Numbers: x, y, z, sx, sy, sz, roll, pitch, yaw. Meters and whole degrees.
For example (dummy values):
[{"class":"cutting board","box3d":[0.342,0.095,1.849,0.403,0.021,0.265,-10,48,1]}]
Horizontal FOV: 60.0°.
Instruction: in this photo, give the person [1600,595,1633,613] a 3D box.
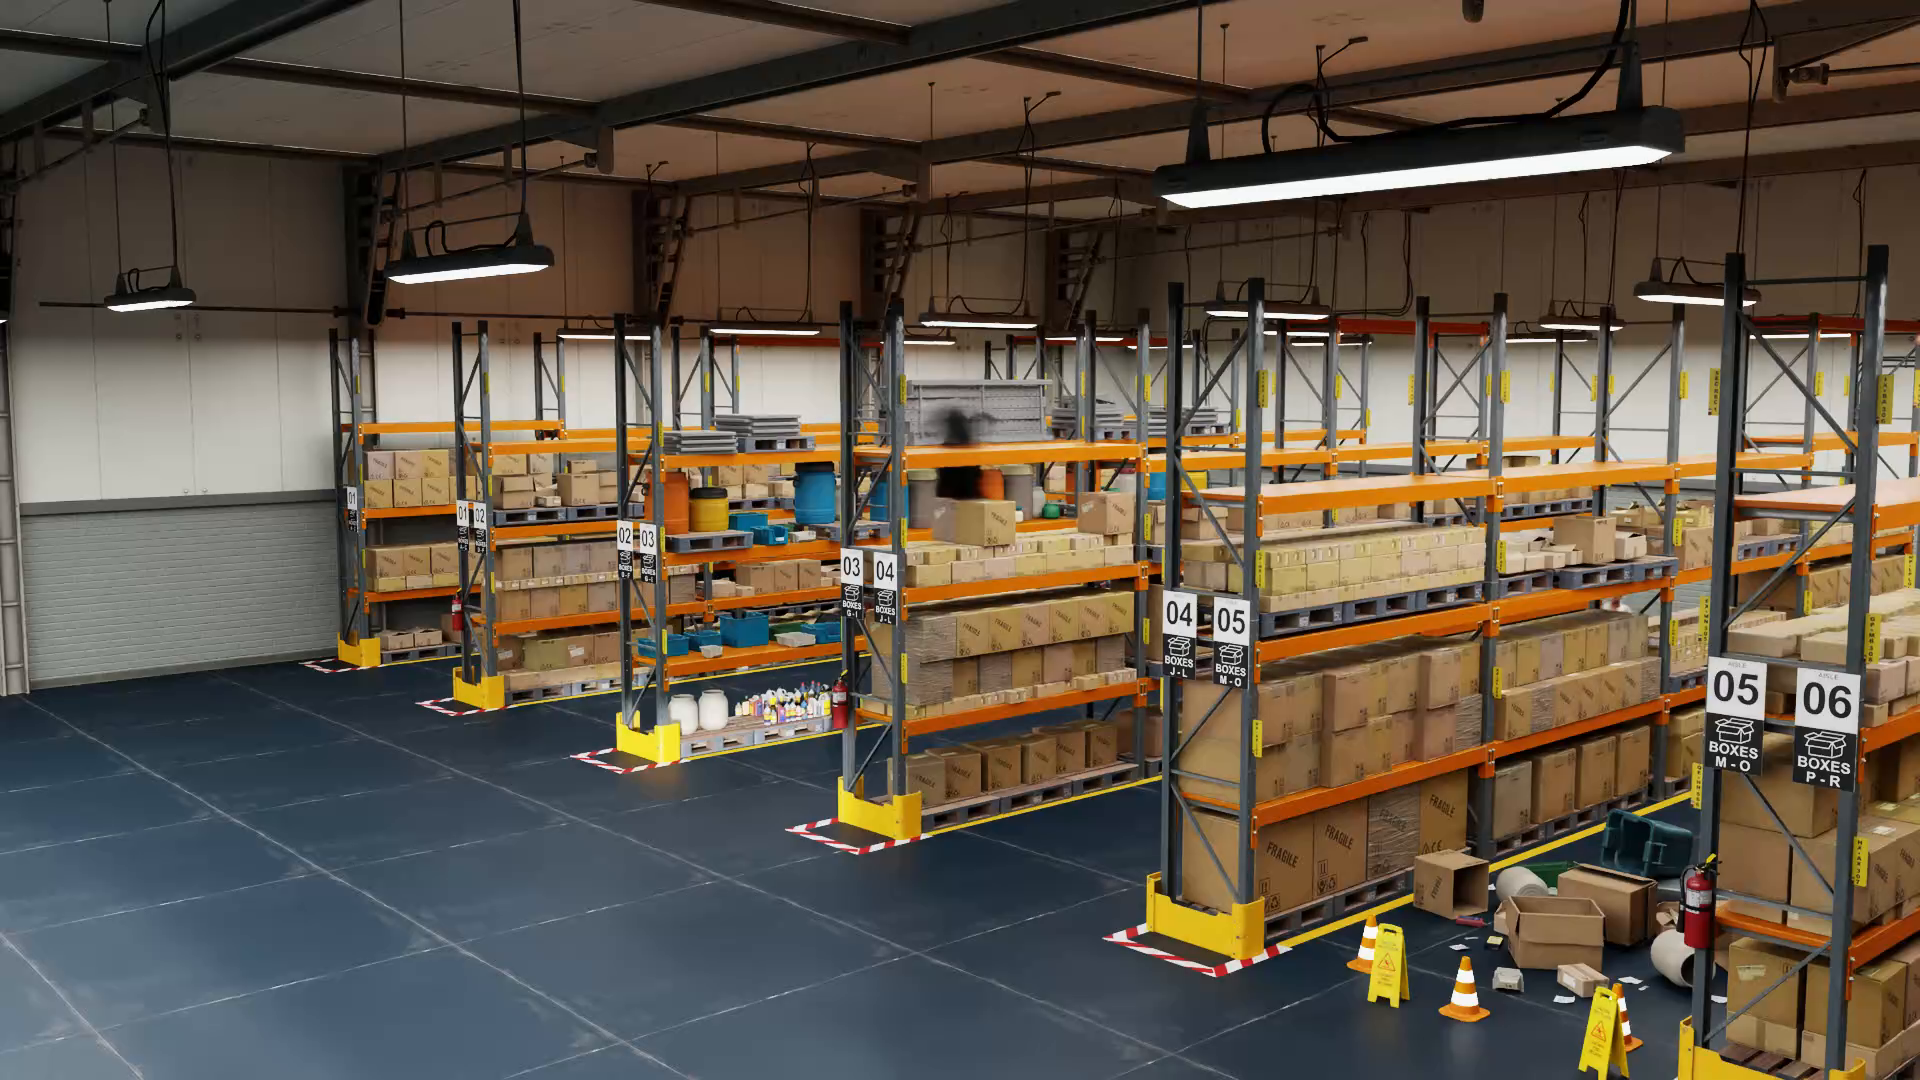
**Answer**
[{"class":"person","box3d":[10.473,1.637,26.720,0.641,1.781,0.699,4,7,36]}]
